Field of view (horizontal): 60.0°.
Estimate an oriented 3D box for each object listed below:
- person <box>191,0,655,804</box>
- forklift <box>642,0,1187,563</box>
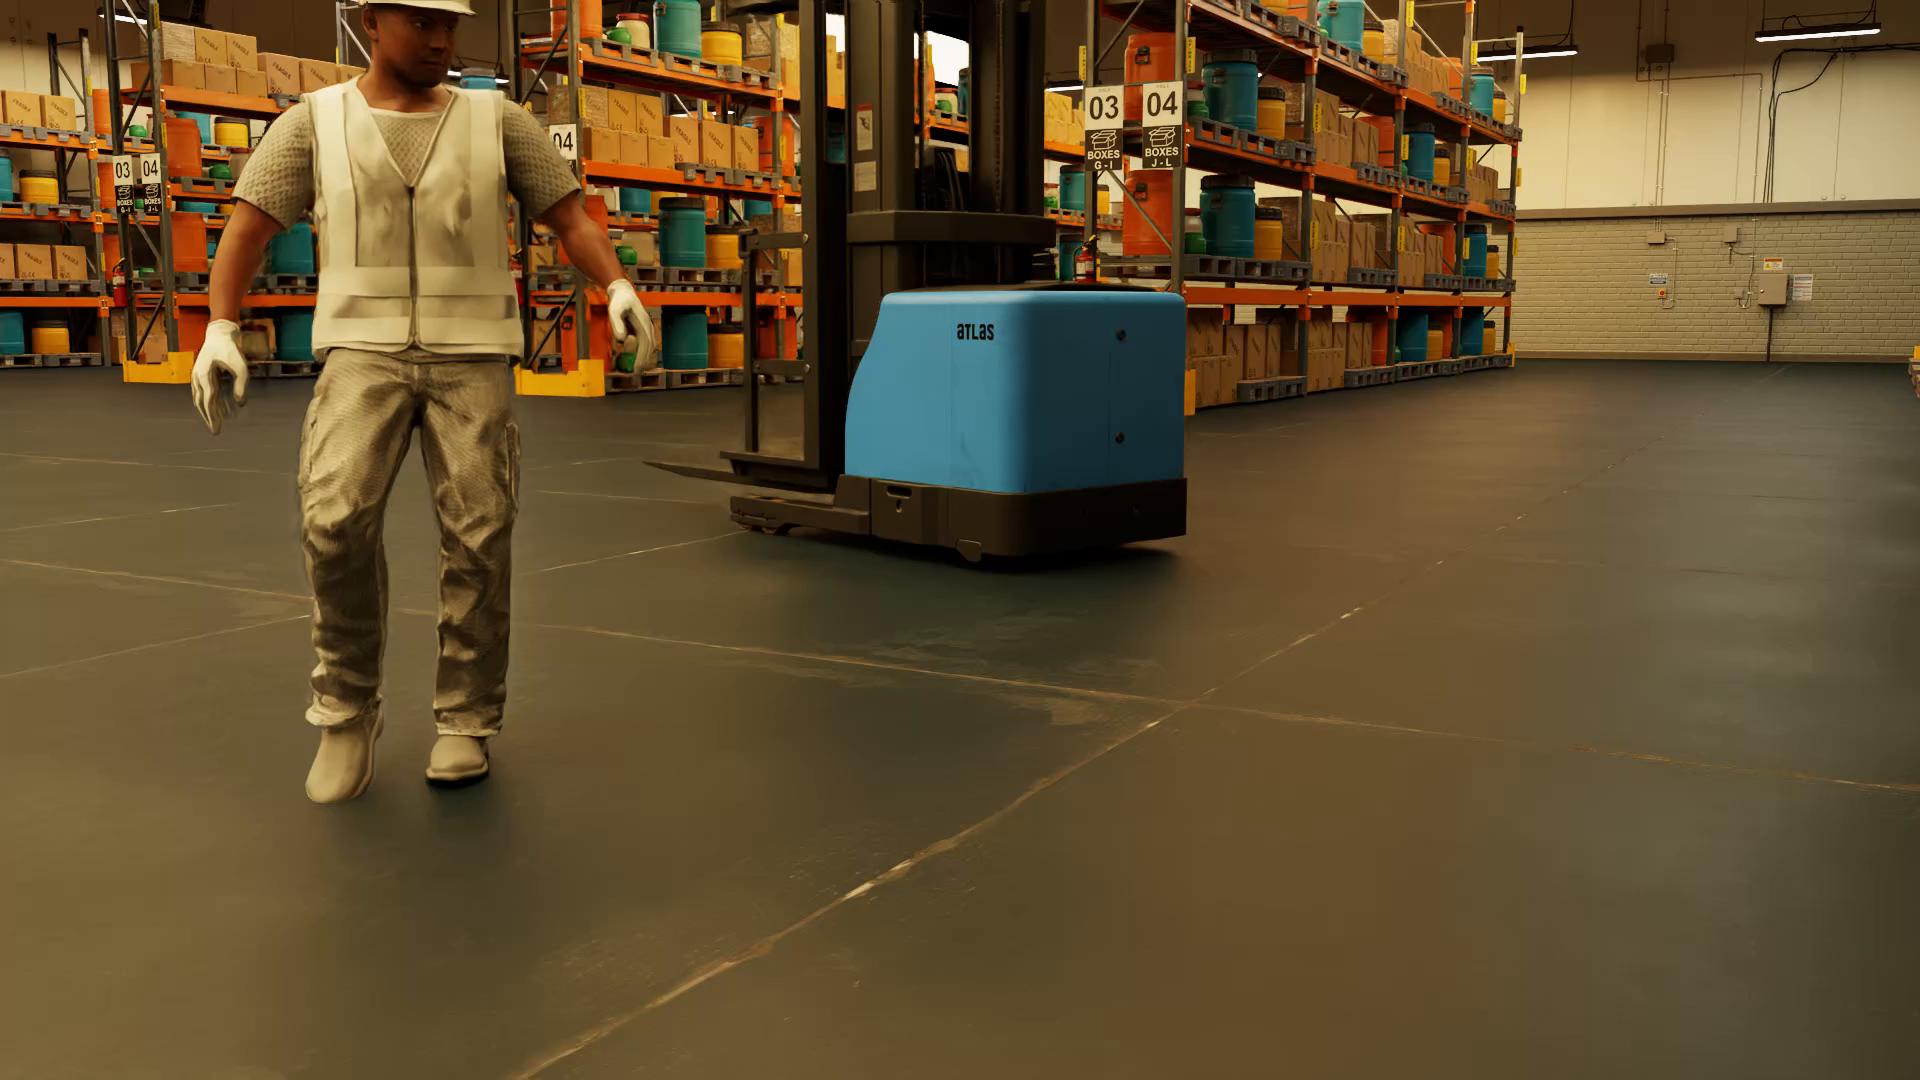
[{"bbox_3d":[-1.116,-0.347,3.520,0.913,1.788,0.488,-2,8,-16],"label":"person"},{"bbox_3d":[-0.403,-1.515,7.567,1.130,2.935,3.031,-7,10,-41],"label":"forklift"}]
